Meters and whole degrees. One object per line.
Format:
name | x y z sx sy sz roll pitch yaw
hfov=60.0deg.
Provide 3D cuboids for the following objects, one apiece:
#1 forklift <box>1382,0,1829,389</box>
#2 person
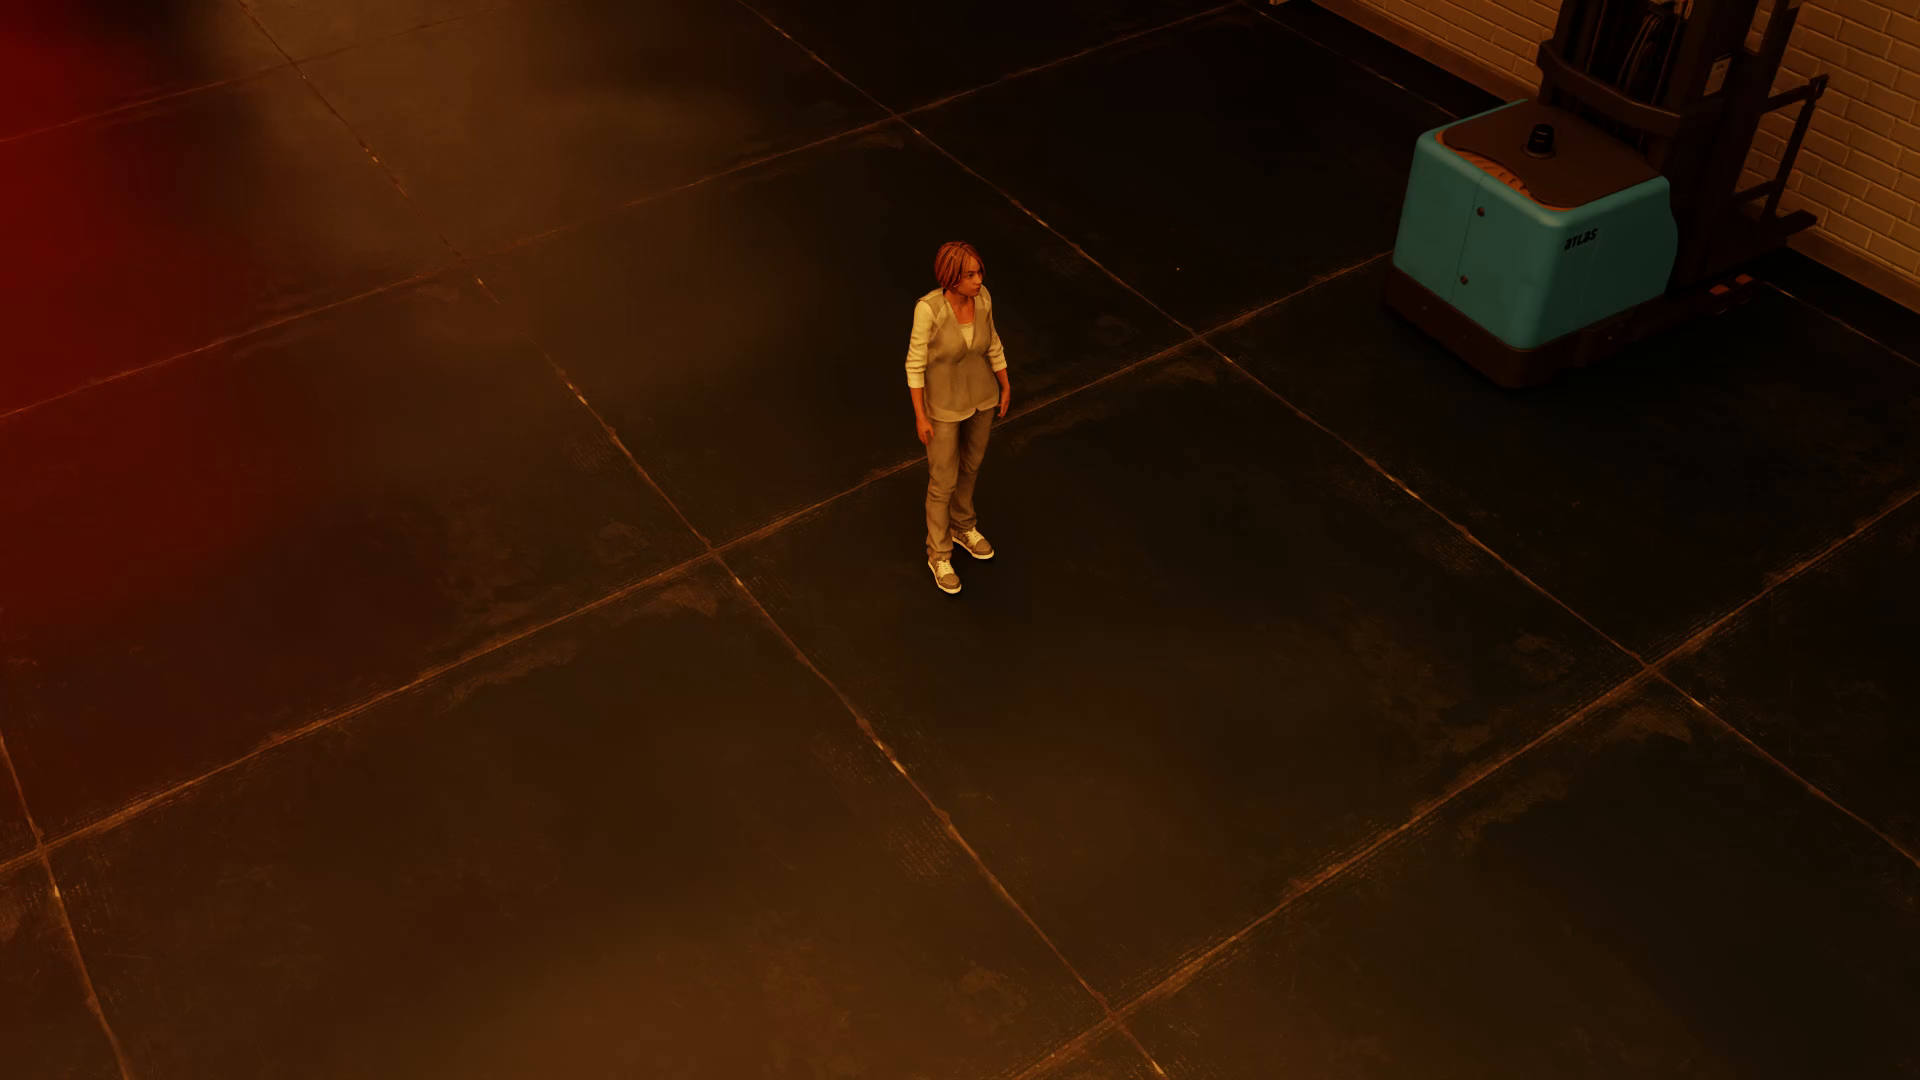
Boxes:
forklift | 3.871 -2.614 8.552 3.031 2.935 1.130 -22 47 -22
person | 0.031 -0.546 7.281 0.520 1.599 0.473 -25 48 -25
